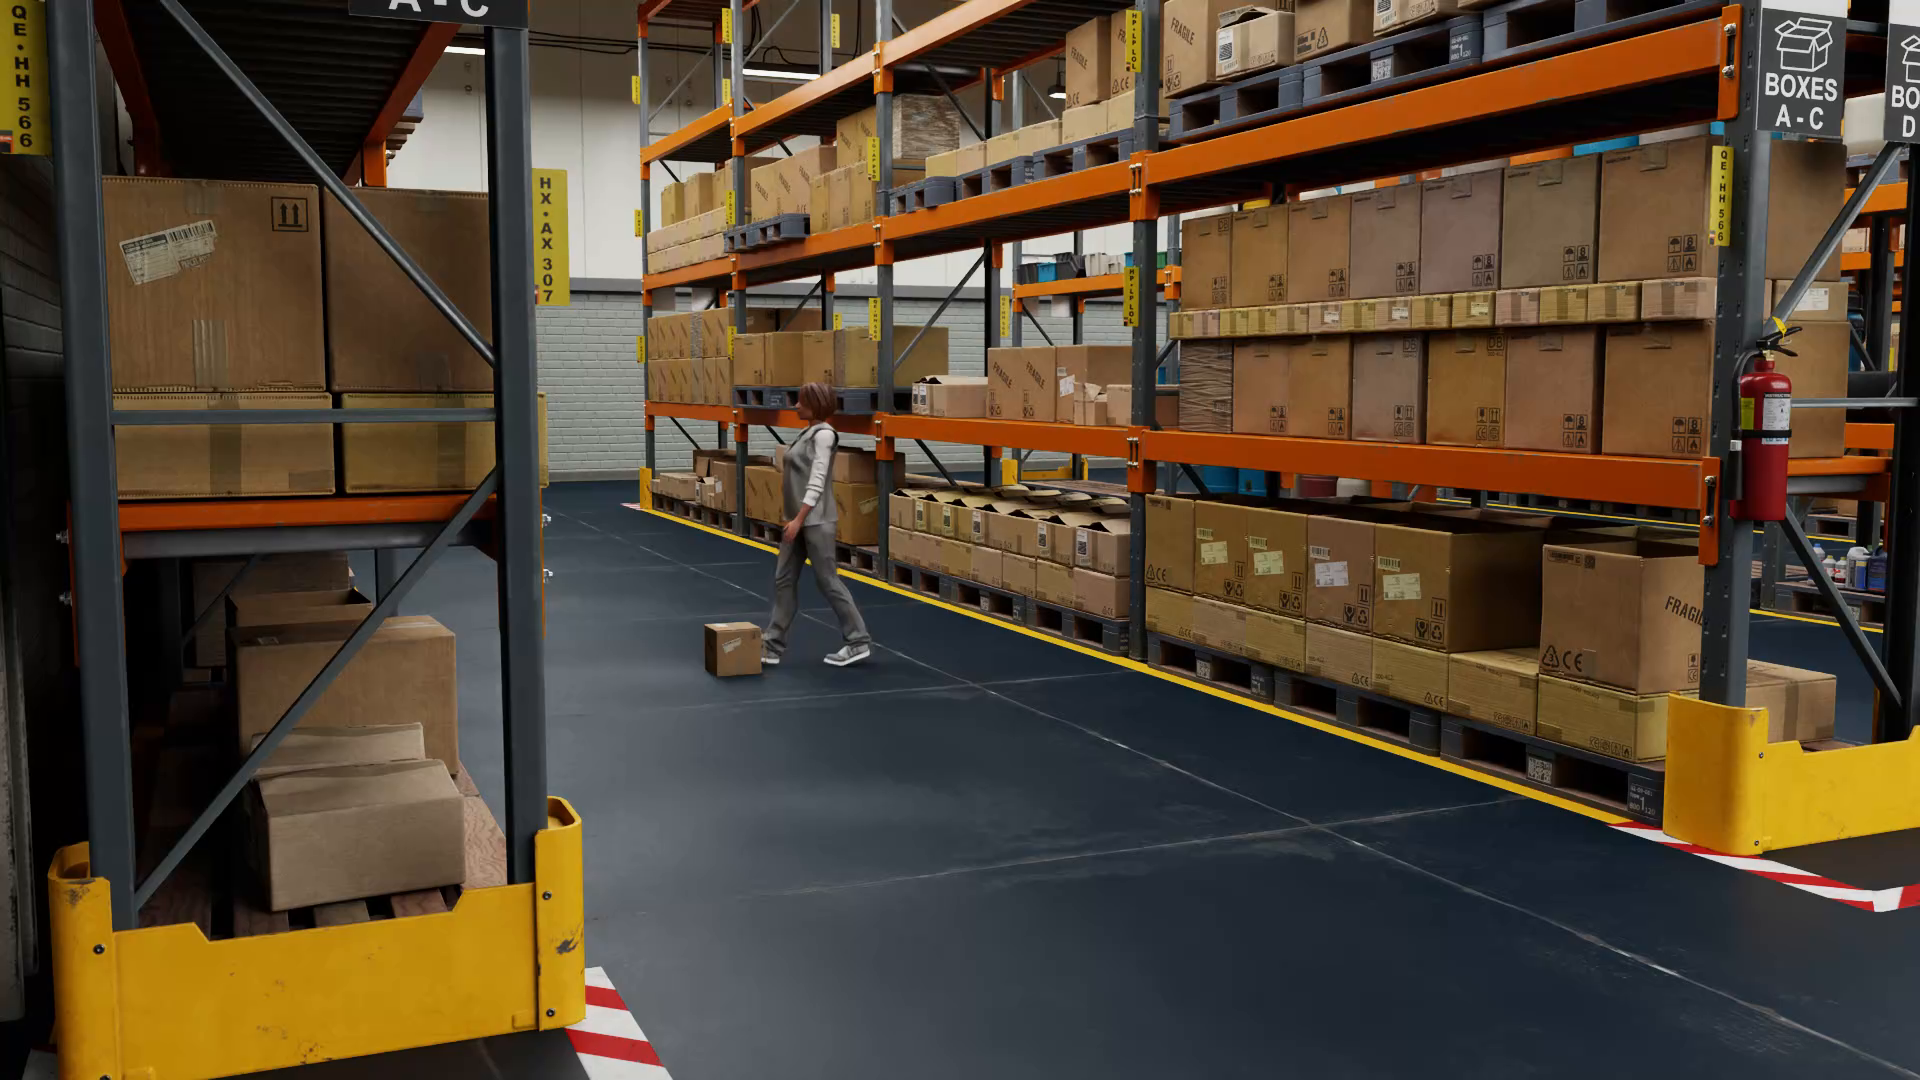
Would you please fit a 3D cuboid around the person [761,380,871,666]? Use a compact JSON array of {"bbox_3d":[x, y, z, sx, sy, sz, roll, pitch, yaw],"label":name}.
[{"bbox_3d":[-0.869,-0.087,9.154,0.738,1.577,0.417,-2,6,-23],"label":"person"}]
